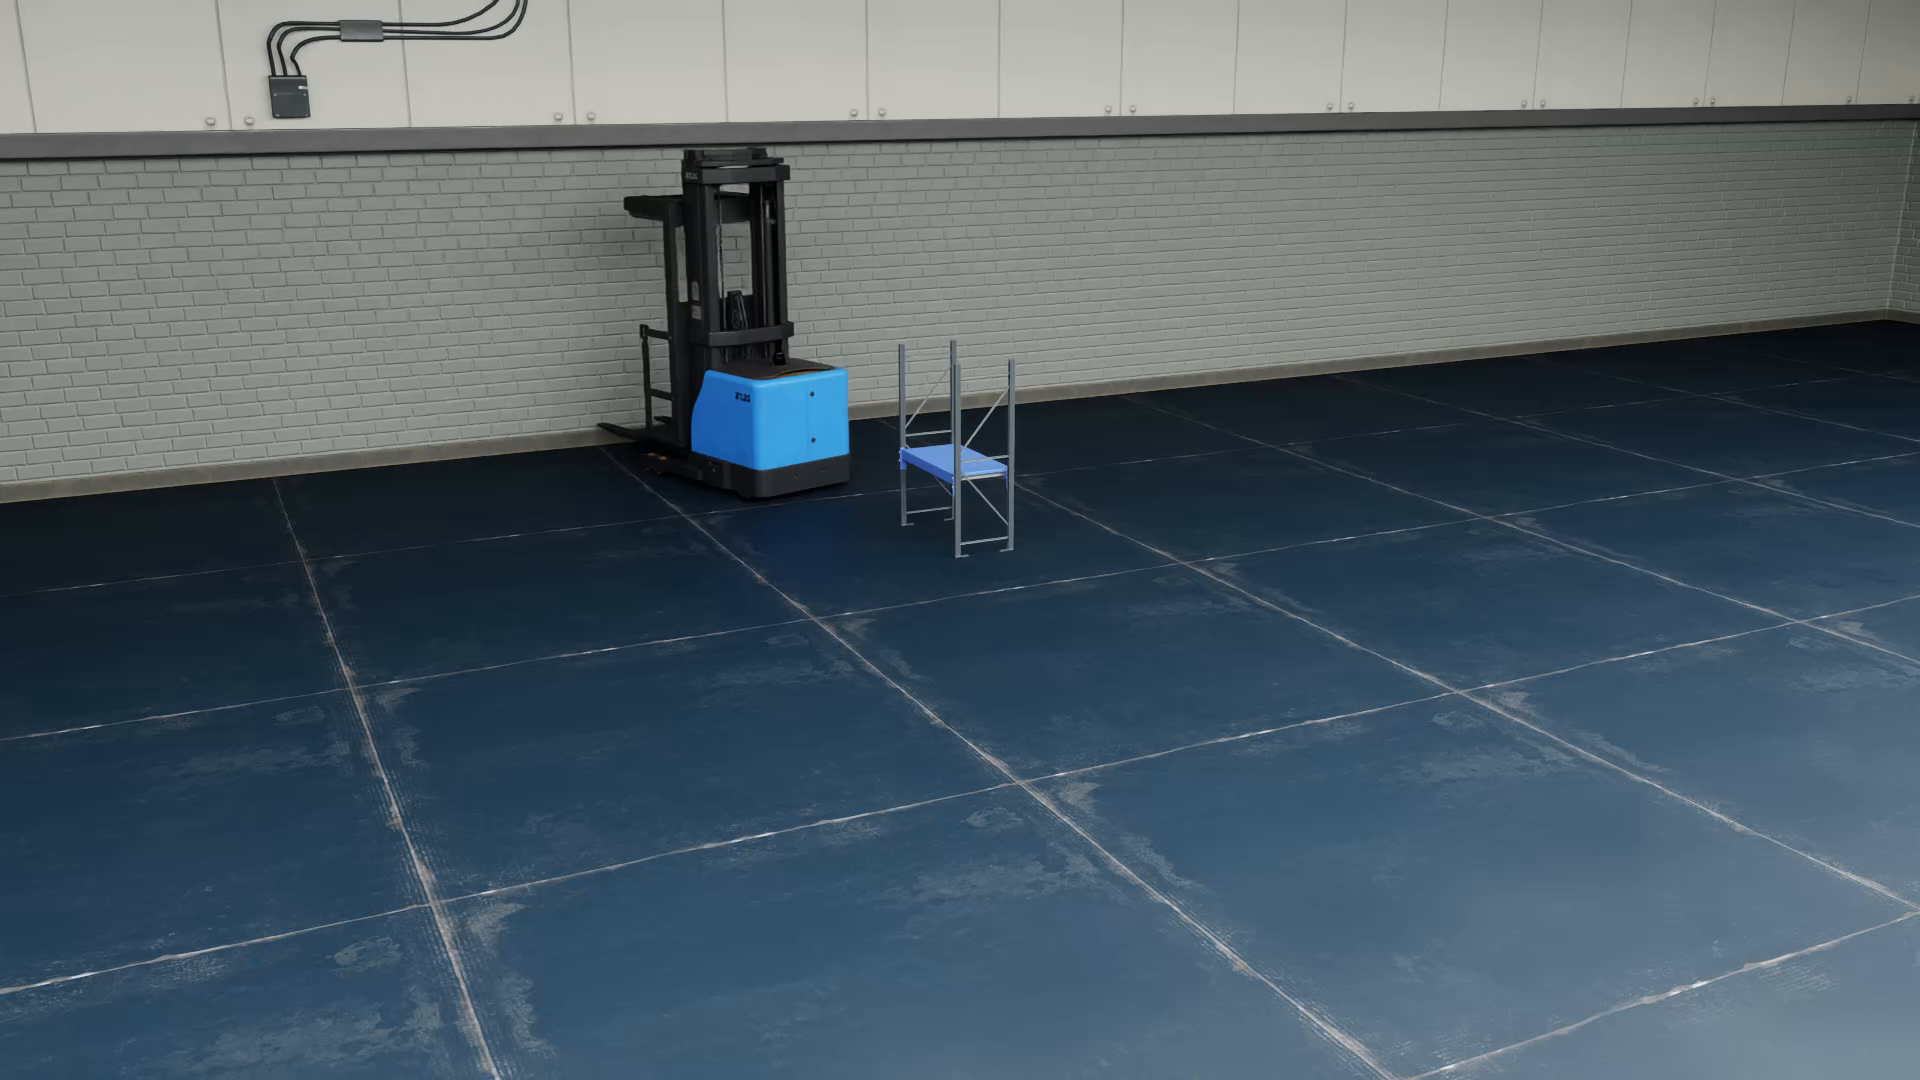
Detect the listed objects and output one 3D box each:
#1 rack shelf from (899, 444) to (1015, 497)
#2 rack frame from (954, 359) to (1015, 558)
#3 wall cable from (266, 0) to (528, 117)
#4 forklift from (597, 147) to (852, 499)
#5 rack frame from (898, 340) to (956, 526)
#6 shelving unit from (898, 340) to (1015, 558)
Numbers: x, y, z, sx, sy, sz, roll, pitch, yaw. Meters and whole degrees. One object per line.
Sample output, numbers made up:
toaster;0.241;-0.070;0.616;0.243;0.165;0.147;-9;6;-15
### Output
rack shelf;-0.037;-0.569;13.167;0.538;0.185;1.000;-8;18;-25
rack frame;0.185;-0.616;12.678;0.500;1.500;0.032;-8;18;-25
wall cable;-4.951;-6.711;14.156;2.305;6.003;0.169;-8;18;-25
forklift;-2.332;-2.097;15.243;1.130;2.935;3.031;-14;21;-40
rack frame;-0.260;-0.868;13.557;0.500;1.500;0.032;-8;18;-25
shelving unit;-0.037;-0.742;13.117;0.538;1.500;1.048;-8;18;-25
